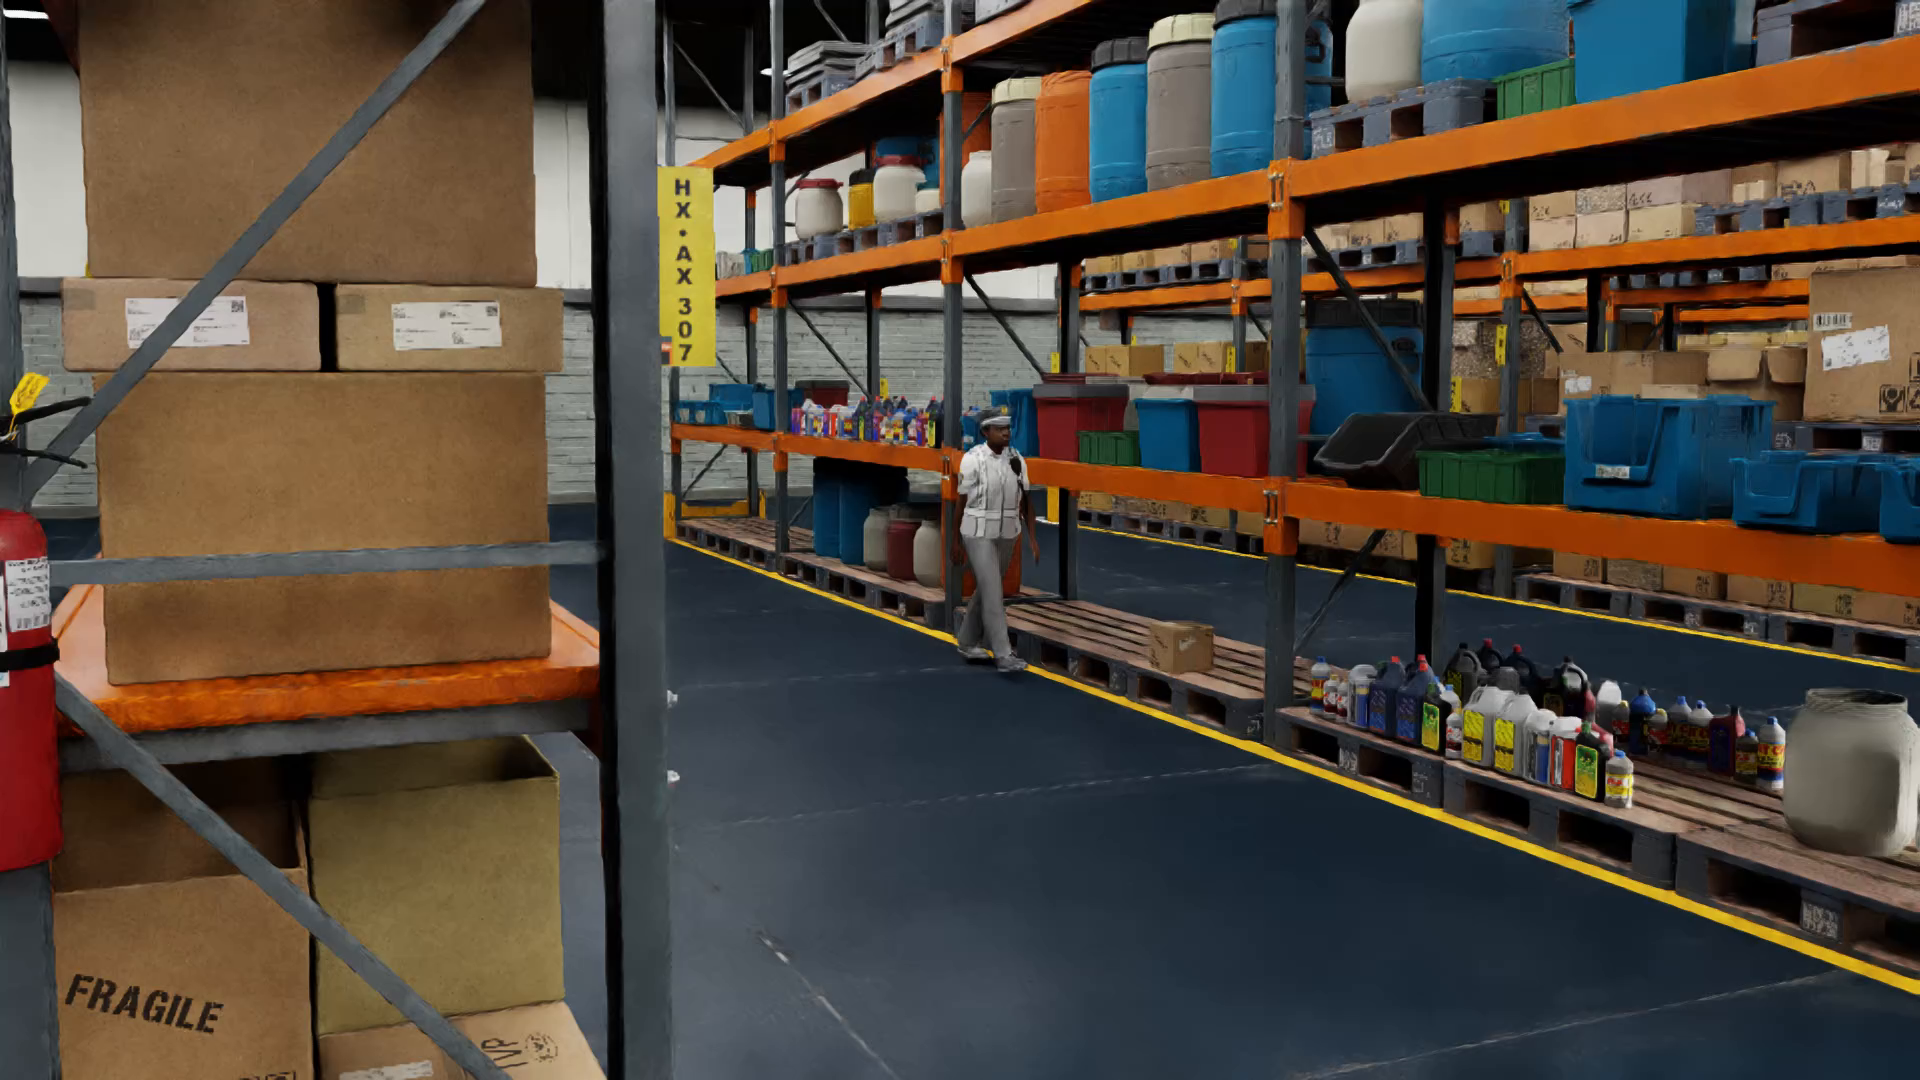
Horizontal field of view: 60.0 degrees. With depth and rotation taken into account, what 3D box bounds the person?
[{"bbox_3d":[0.245,-0.027,10.245,0.465,1.625,0.941,-3,6,-31],"label":"person"}]
